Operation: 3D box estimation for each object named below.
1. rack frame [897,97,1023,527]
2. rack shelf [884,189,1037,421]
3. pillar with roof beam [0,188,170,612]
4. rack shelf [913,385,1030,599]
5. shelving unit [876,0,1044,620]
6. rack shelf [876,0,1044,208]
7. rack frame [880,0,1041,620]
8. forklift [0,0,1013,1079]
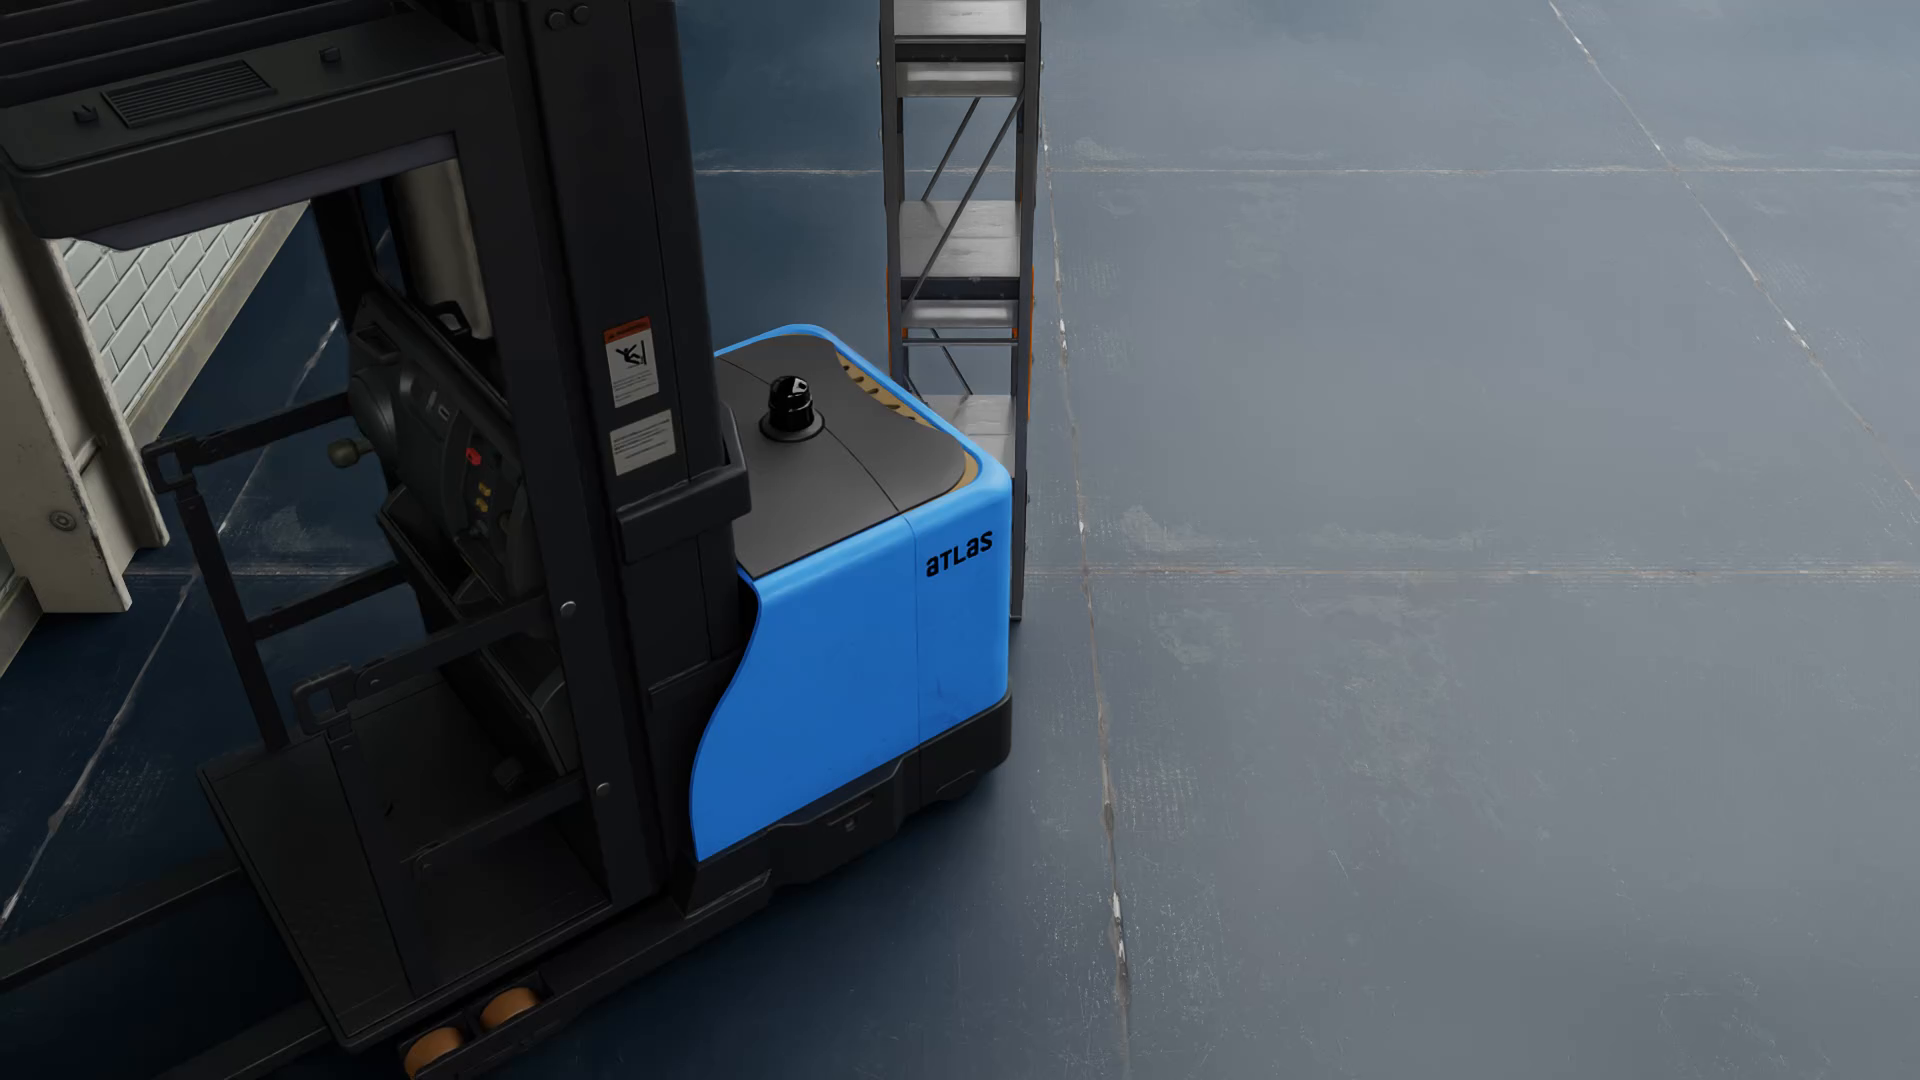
[{"bbox_3d":[0.000,-0.868,5.155,0.400,2.100,0.015,0,39,0],"label":"rack frame"},{"bbox_3d":[0.000,-0.705,4.973,0.431,0.518,0.480,0,39,0],"label":"rack shelf"},{"bbox_3d":[1.415,-3.402,2.800,9.100,9.000,0.400,0,39,0],"label":"pillar with roof beam"},{"bbox_3d":[0.000,-0.159,5.410,0.431,0.518,0.480,0,39,0],"label":"rack shelf"},{"bbox_3d":[0.000,-0.716,4.964,0.431,2.100,0.503,0,39,0],"label":"shelving unit"},{"bbox_3d":[0.000,-1.251,4.535,0.431,0.518,0.480,0,39,0],"label":"rack shelf"},{"bbox_3d":[0.000,-0.563,4.774,0.400,2.100,0.015,0,39,0],"label":"rack frame"},{"bbox_3d":[-1.334,-0.166,3.614,3.031,2.935,1.130,-25,45,-28],"label":"forklift"}]
